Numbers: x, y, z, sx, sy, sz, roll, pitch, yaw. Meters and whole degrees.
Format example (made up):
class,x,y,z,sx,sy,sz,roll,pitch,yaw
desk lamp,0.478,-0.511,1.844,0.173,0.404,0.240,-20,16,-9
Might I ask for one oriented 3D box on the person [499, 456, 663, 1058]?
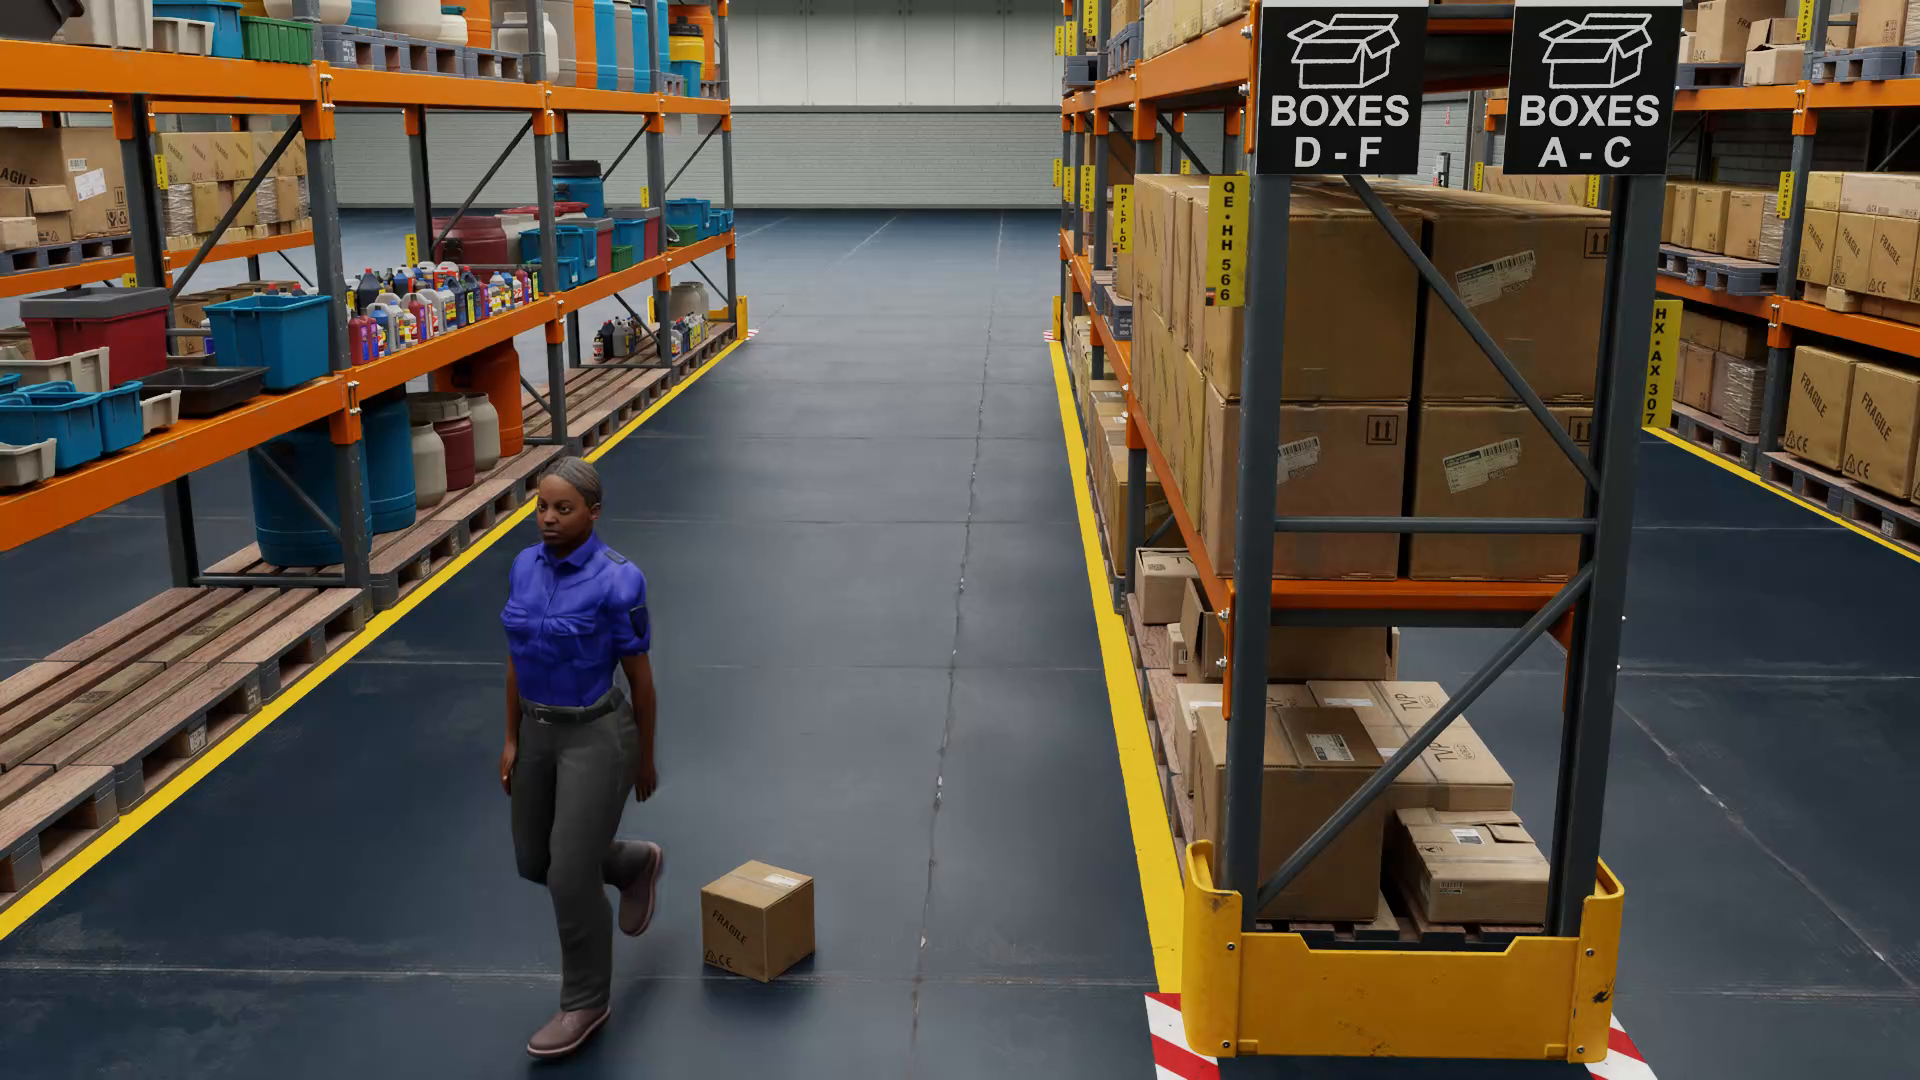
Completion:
class,x,y,z,sx,sy,sz,roll,pitch,yaw
person,-1.048,0.557,4.713,0.444,1.628,0.736,8,16,29
